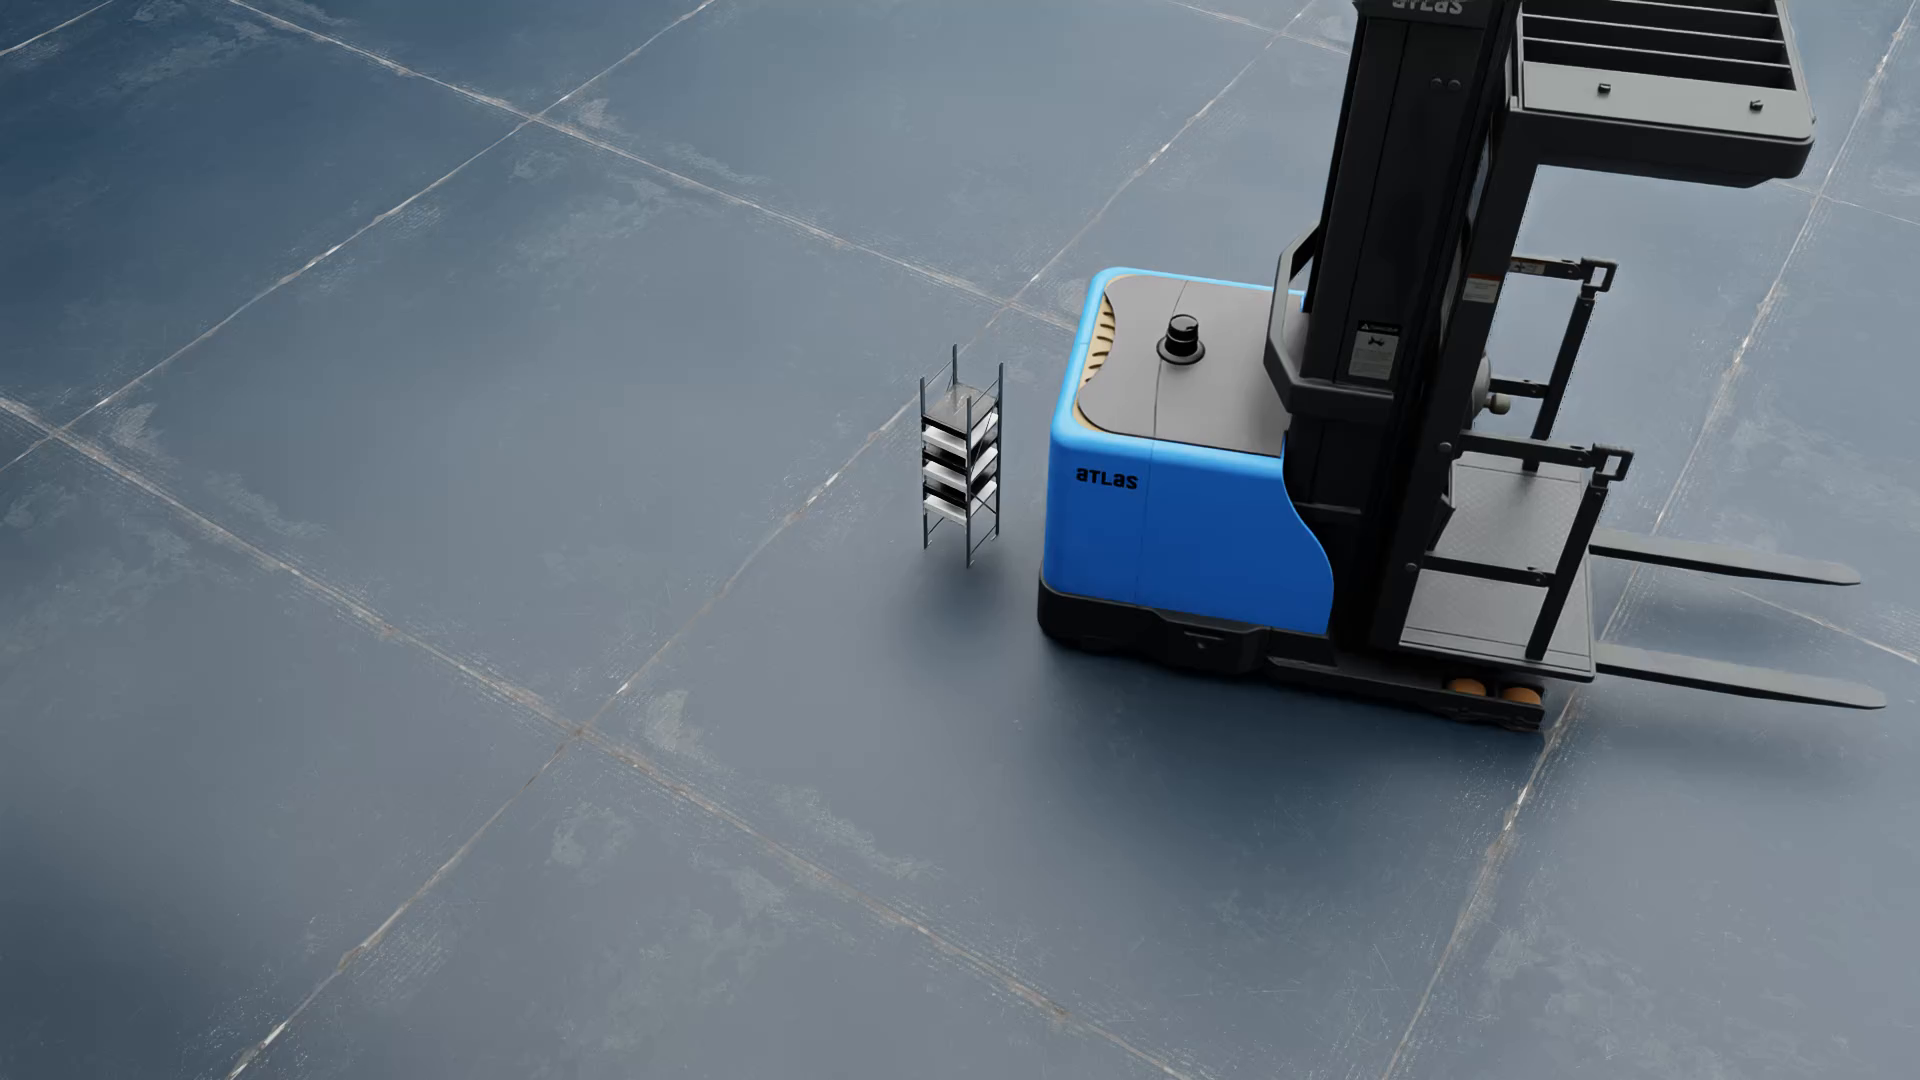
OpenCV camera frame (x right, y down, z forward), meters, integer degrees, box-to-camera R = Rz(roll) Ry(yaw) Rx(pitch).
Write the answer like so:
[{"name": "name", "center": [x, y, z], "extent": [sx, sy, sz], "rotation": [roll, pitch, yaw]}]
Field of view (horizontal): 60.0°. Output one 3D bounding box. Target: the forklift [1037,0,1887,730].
[{"name": "forklift", "center": [1.867, -0.748, 5.433], "extent": [3.031, 2.935, 1.130], "rotation": [9, 47, 9]}]

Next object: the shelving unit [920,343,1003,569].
[{"name": "shelving unit", "center": [0.007, -0.310, 6.424], "extent": [0.210, 0.900, 0.258], "rotation": [25, 51, 22]}]

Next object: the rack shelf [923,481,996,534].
[{"name": "rack shelf", "center": [0.007, -0.162, 6.577], "extent": [0.200, 0.077, 0.258], "rotation": [25, 51, 22]}]

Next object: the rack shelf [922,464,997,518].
[{"name": "rack shelf", "center": [0.007, -0.225, 6.513], "extent": [0.200, 0.077, 0.258], "rotation": [25, 51, 22]}]

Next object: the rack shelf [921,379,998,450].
[{"name": "rack shelf", "center": [0.007, -0.475, 6.254], "extent": [0.200, 0.077, 0.258], "rotation": [25, 51, 22]}]

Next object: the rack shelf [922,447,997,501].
[{"name": "rack shelf", "center": [0.007, -0.287, 6.448], "extent": [0.200, 0.077, 0.258], "rotation": [25, 51, 22]}]

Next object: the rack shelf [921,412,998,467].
[{"name": "rack shelf", "center": [0.007, -0.413, 6.319], "extent": [0.200, 0.077, 0.258], "rotation": [25, 51, 22]}]

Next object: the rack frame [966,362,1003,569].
[{"name": "rack frame", "center": [0.092, -0.271, 6.386], "extent": [0.006, 0.900, 0.240], "rotation": [25, 51, 22]}]

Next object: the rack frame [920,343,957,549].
[{"name": "rack frame", "center": [-0.079, -0.350, 6.462], "extent": [0.006, 0.900, 0.240], "rotation": [25, 51, 22]}]

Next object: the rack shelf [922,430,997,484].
[{"name": "rack shelf", "center": [0.007, -0.350, 6.384], "extent": [0.200, 0.077, 0.258], "rotation": [25, 51, 22]}]
